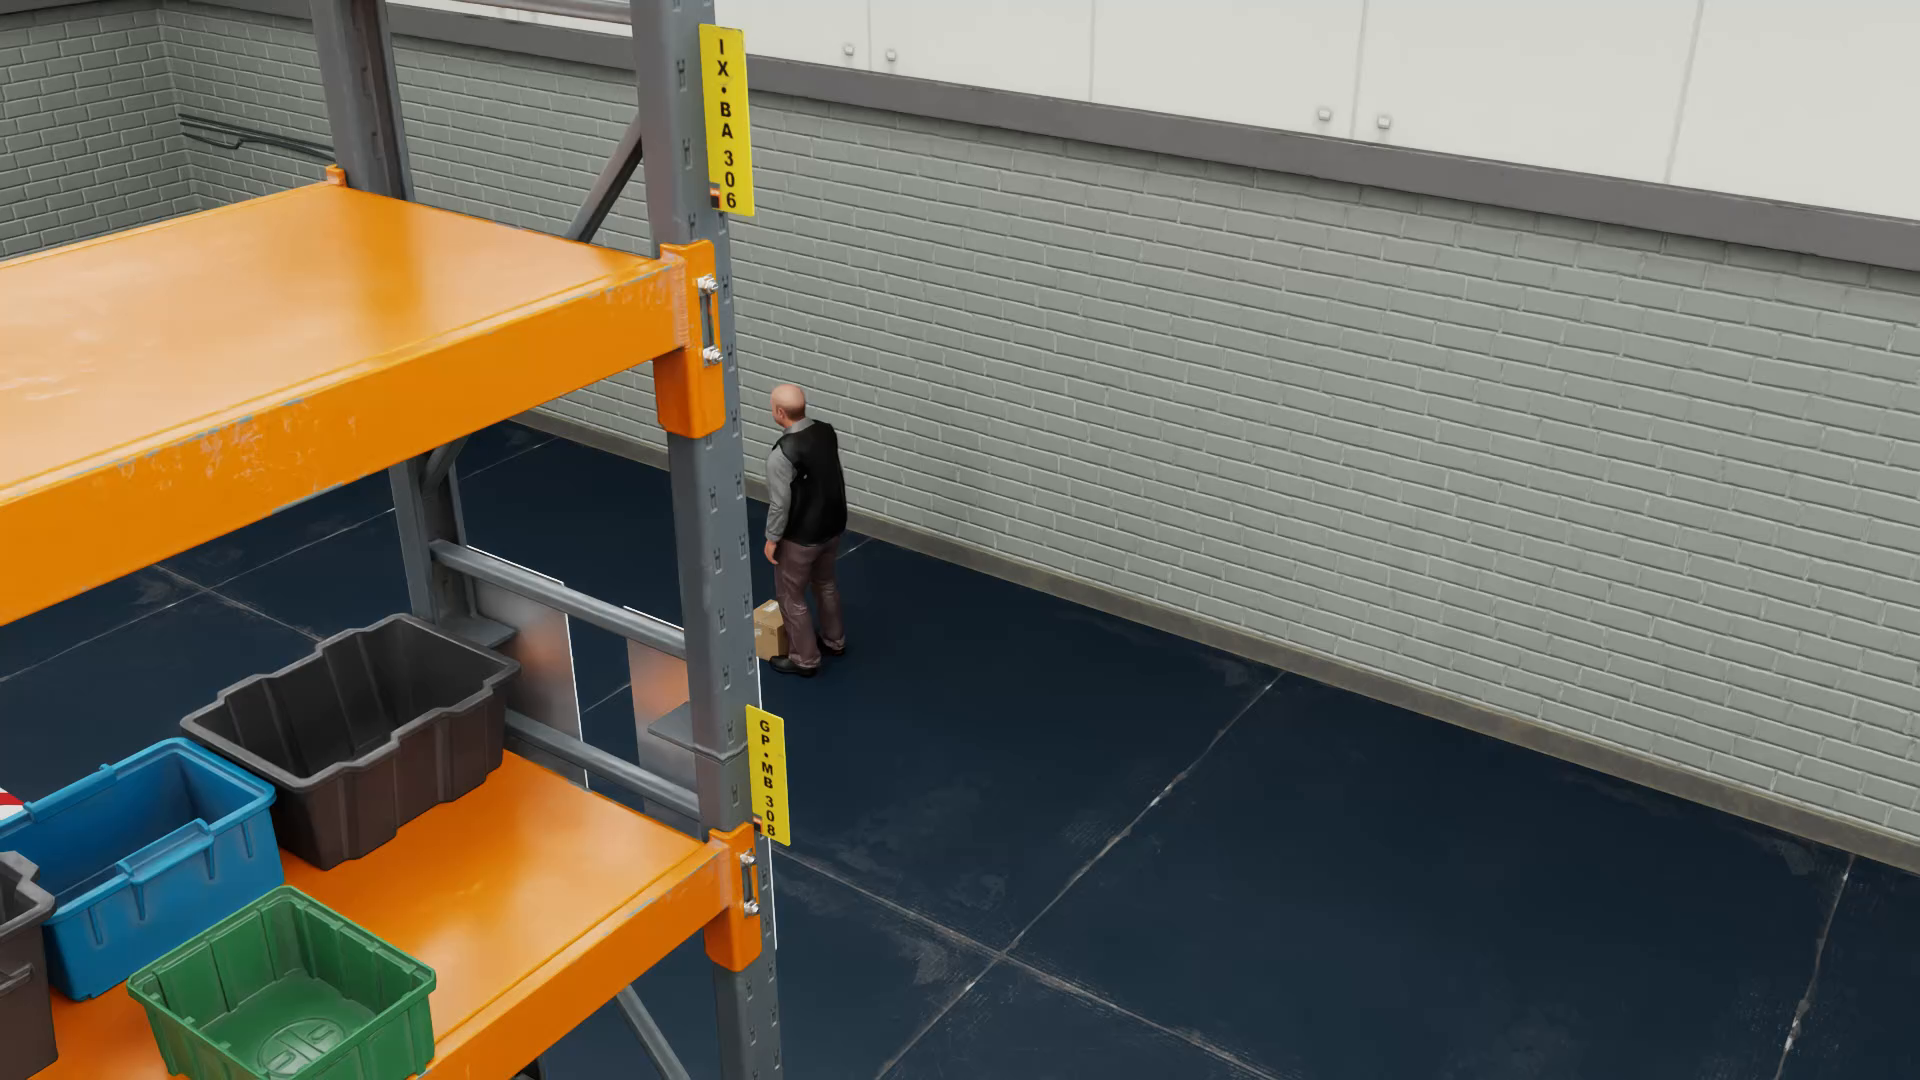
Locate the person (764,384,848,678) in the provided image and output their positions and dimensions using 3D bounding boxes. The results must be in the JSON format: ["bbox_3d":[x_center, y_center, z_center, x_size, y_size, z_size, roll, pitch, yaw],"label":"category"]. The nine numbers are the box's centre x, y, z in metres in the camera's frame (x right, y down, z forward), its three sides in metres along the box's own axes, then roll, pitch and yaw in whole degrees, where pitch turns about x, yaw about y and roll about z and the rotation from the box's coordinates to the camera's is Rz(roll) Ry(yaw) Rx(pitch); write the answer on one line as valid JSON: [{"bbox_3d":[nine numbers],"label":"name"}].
[{"bbox_3d":[-0.853,-0.051,9.292,0.416,1.721,0.580,18,32,31],"label":"person"}]
